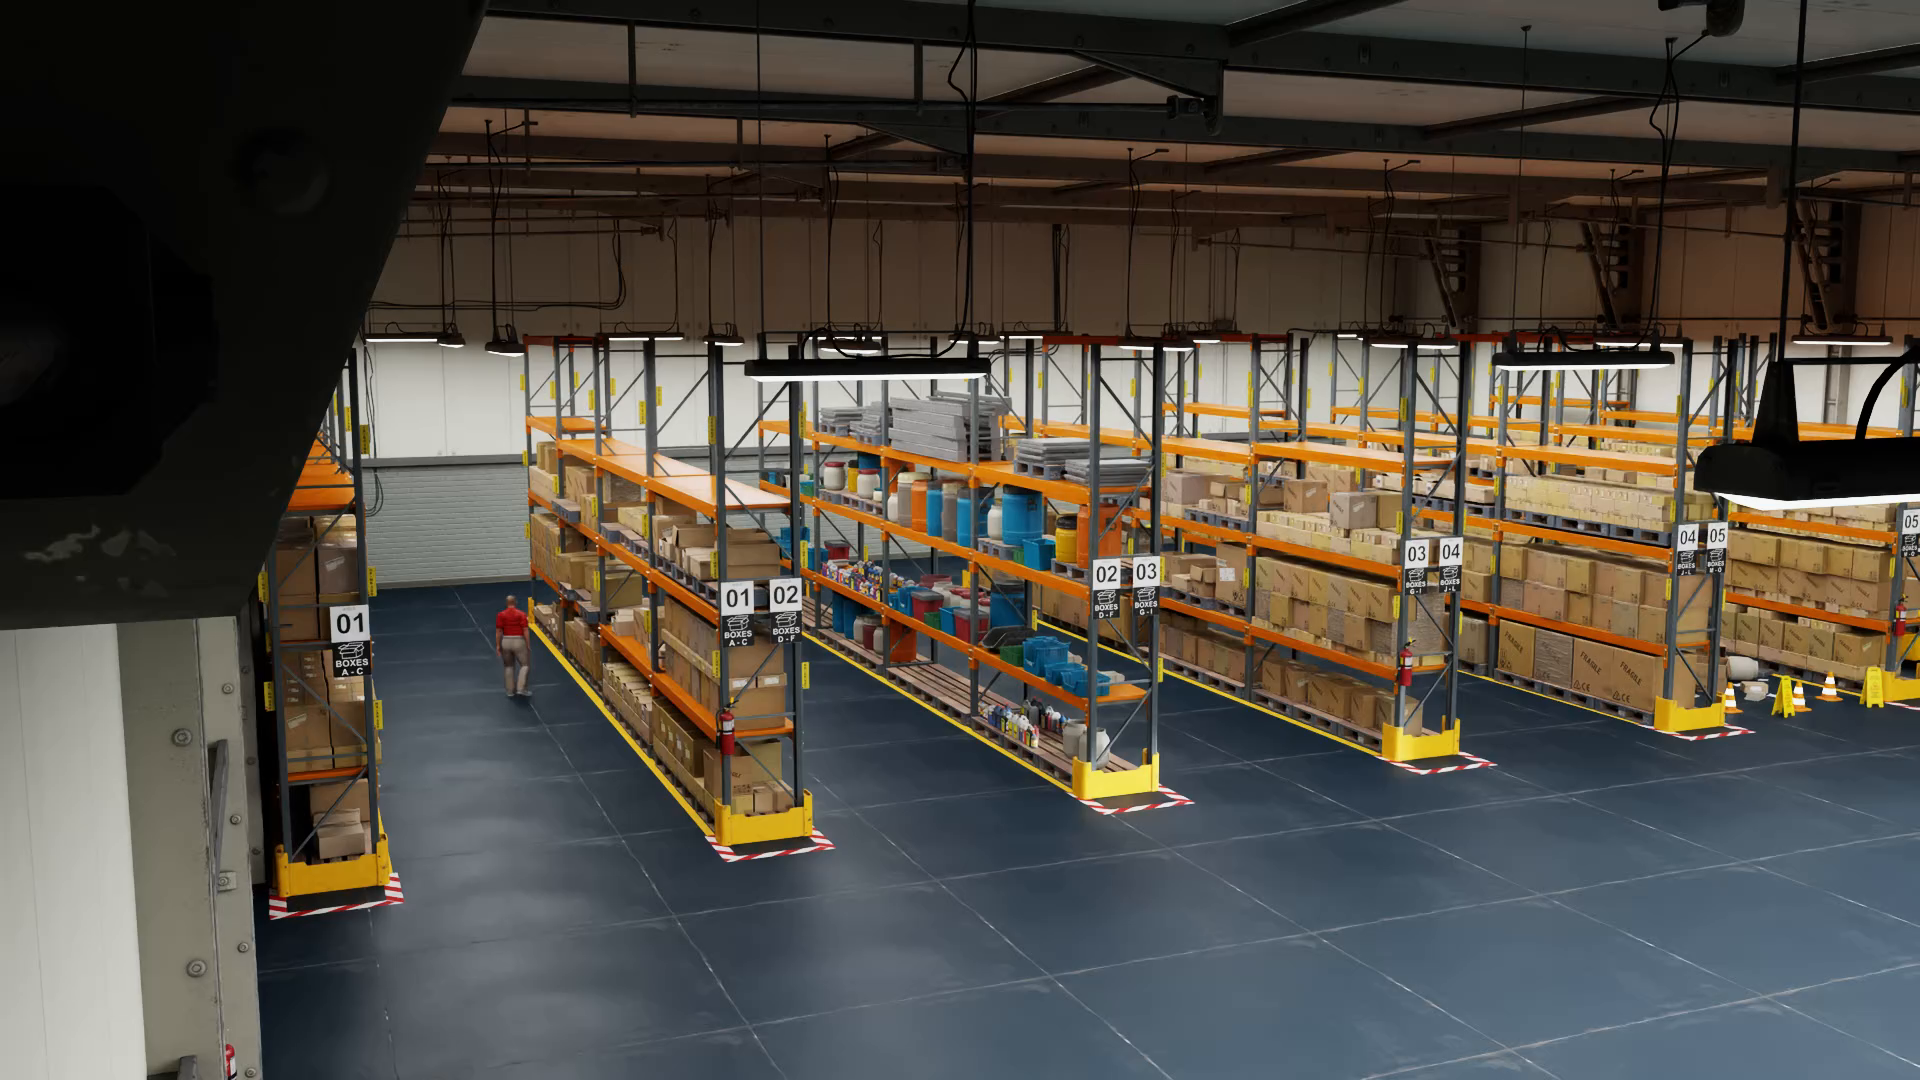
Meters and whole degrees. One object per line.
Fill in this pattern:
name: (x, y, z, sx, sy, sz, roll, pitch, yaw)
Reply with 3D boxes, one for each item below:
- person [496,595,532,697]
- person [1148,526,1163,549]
person: (-7.485, 1.783, 27.867, 0.576, 1.723, 0.533, 0, 8, 2)
person: (4.256, 0.536, 37.012, 0.586, 1.726, 1.005, -2, 8, -15)
